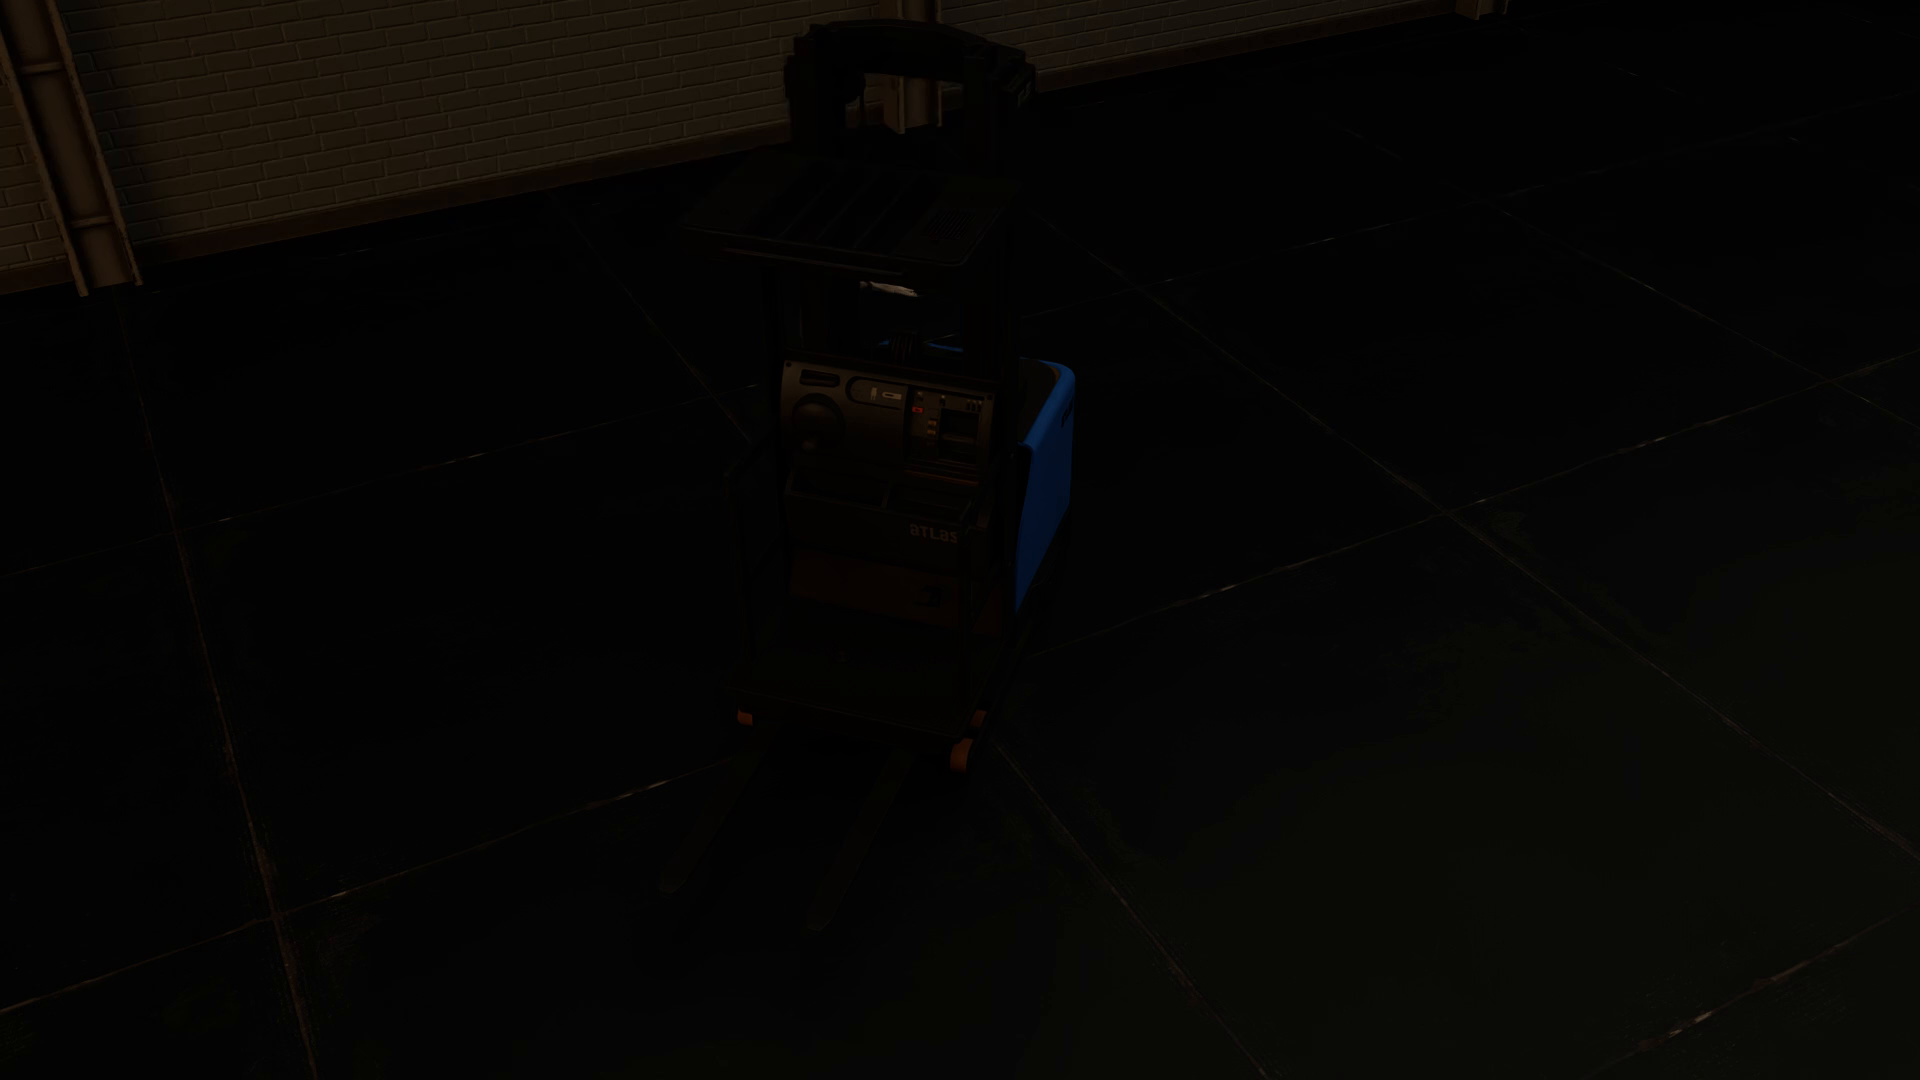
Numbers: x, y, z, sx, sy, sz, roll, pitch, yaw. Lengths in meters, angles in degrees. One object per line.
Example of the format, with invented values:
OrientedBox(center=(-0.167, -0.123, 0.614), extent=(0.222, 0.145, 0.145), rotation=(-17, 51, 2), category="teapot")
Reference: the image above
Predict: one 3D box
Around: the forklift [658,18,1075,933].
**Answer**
OrientedBox(center=(-0.371, -0.442, 6.748), extent=(1.130, 2.935, 3.031), rotation=(11, 37, 15), category="forklift")

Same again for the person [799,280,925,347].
OrientedBox(center=(-0.422, -0.868, 8.611), extent=(0.786, 1.464, 1.009), rotation=(-1, 35, -2), category="person")
